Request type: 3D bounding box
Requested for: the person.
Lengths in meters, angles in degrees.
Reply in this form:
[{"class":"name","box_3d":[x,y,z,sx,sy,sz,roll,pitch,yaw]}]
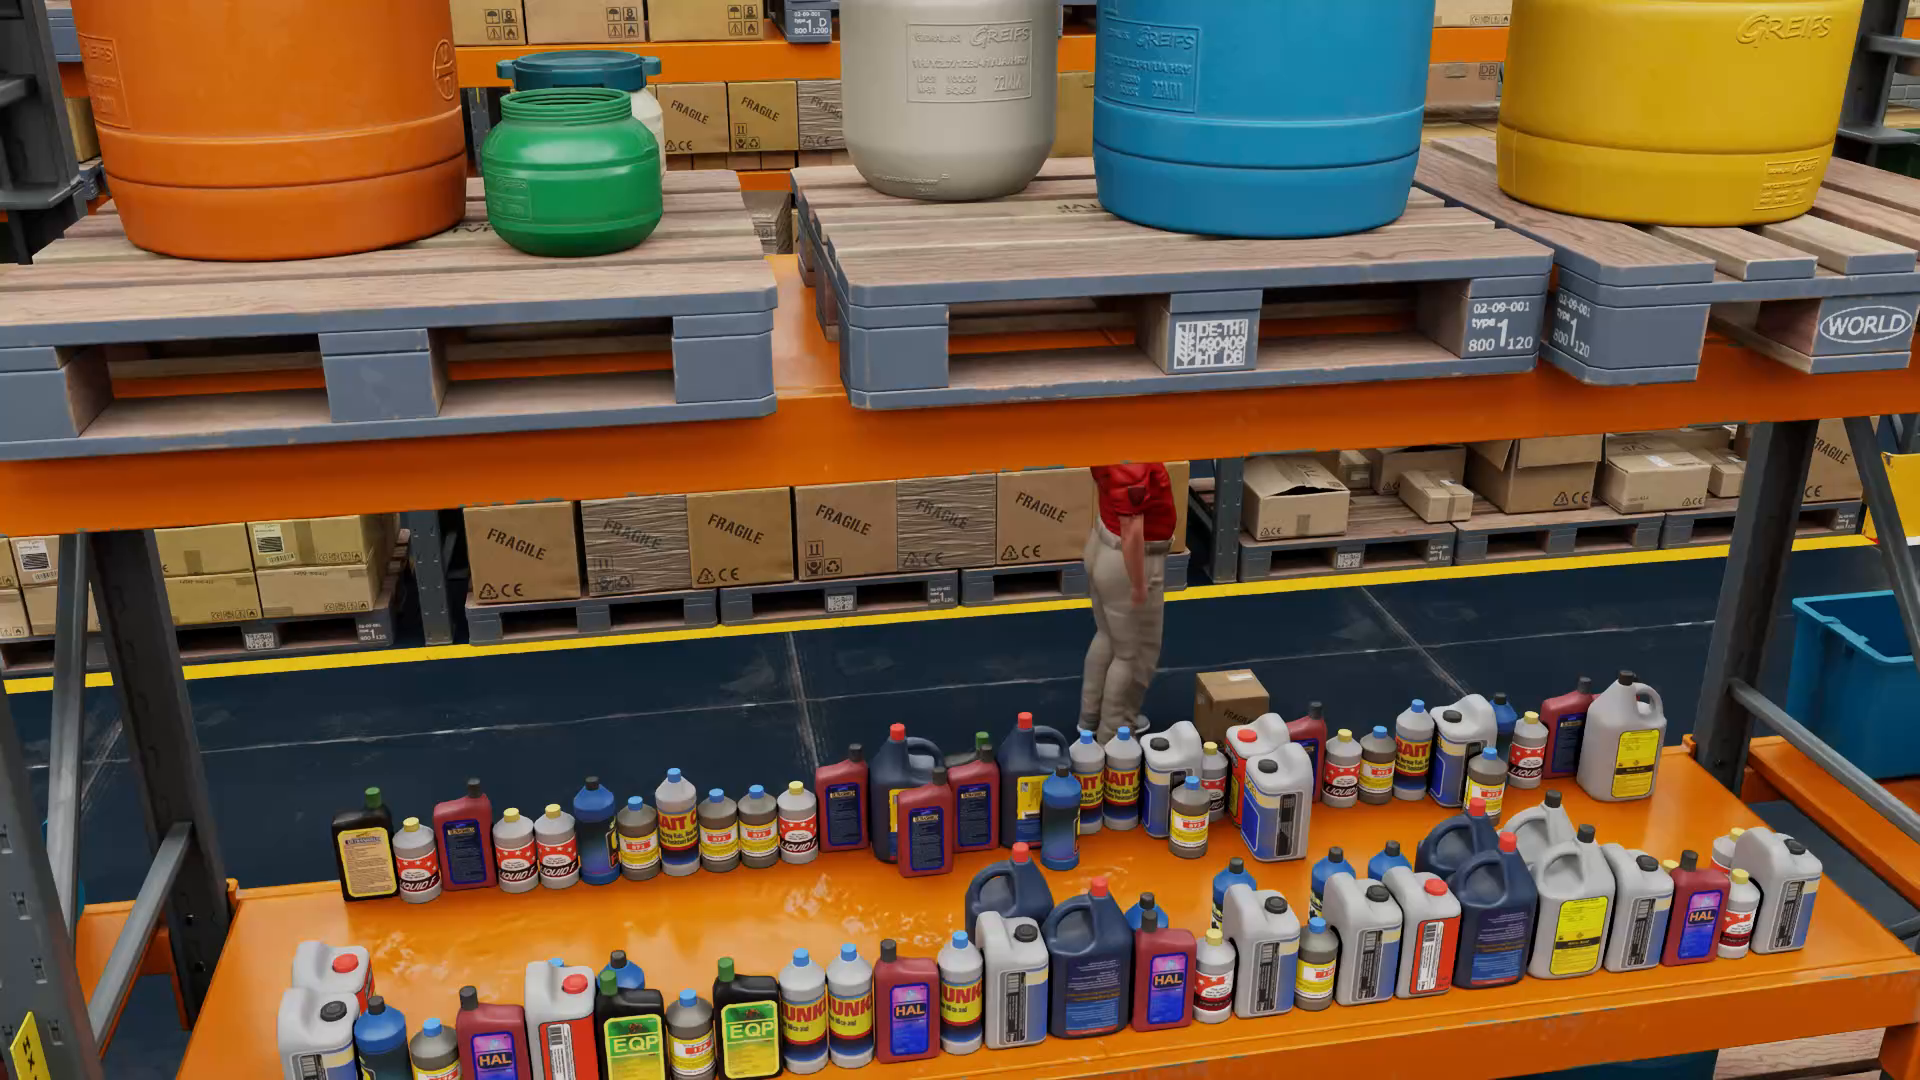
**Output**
[{"class":"person","box_3d":[0.704,0.098,6.899,0.361,1.725,0.527,-4,23,-9]}]
